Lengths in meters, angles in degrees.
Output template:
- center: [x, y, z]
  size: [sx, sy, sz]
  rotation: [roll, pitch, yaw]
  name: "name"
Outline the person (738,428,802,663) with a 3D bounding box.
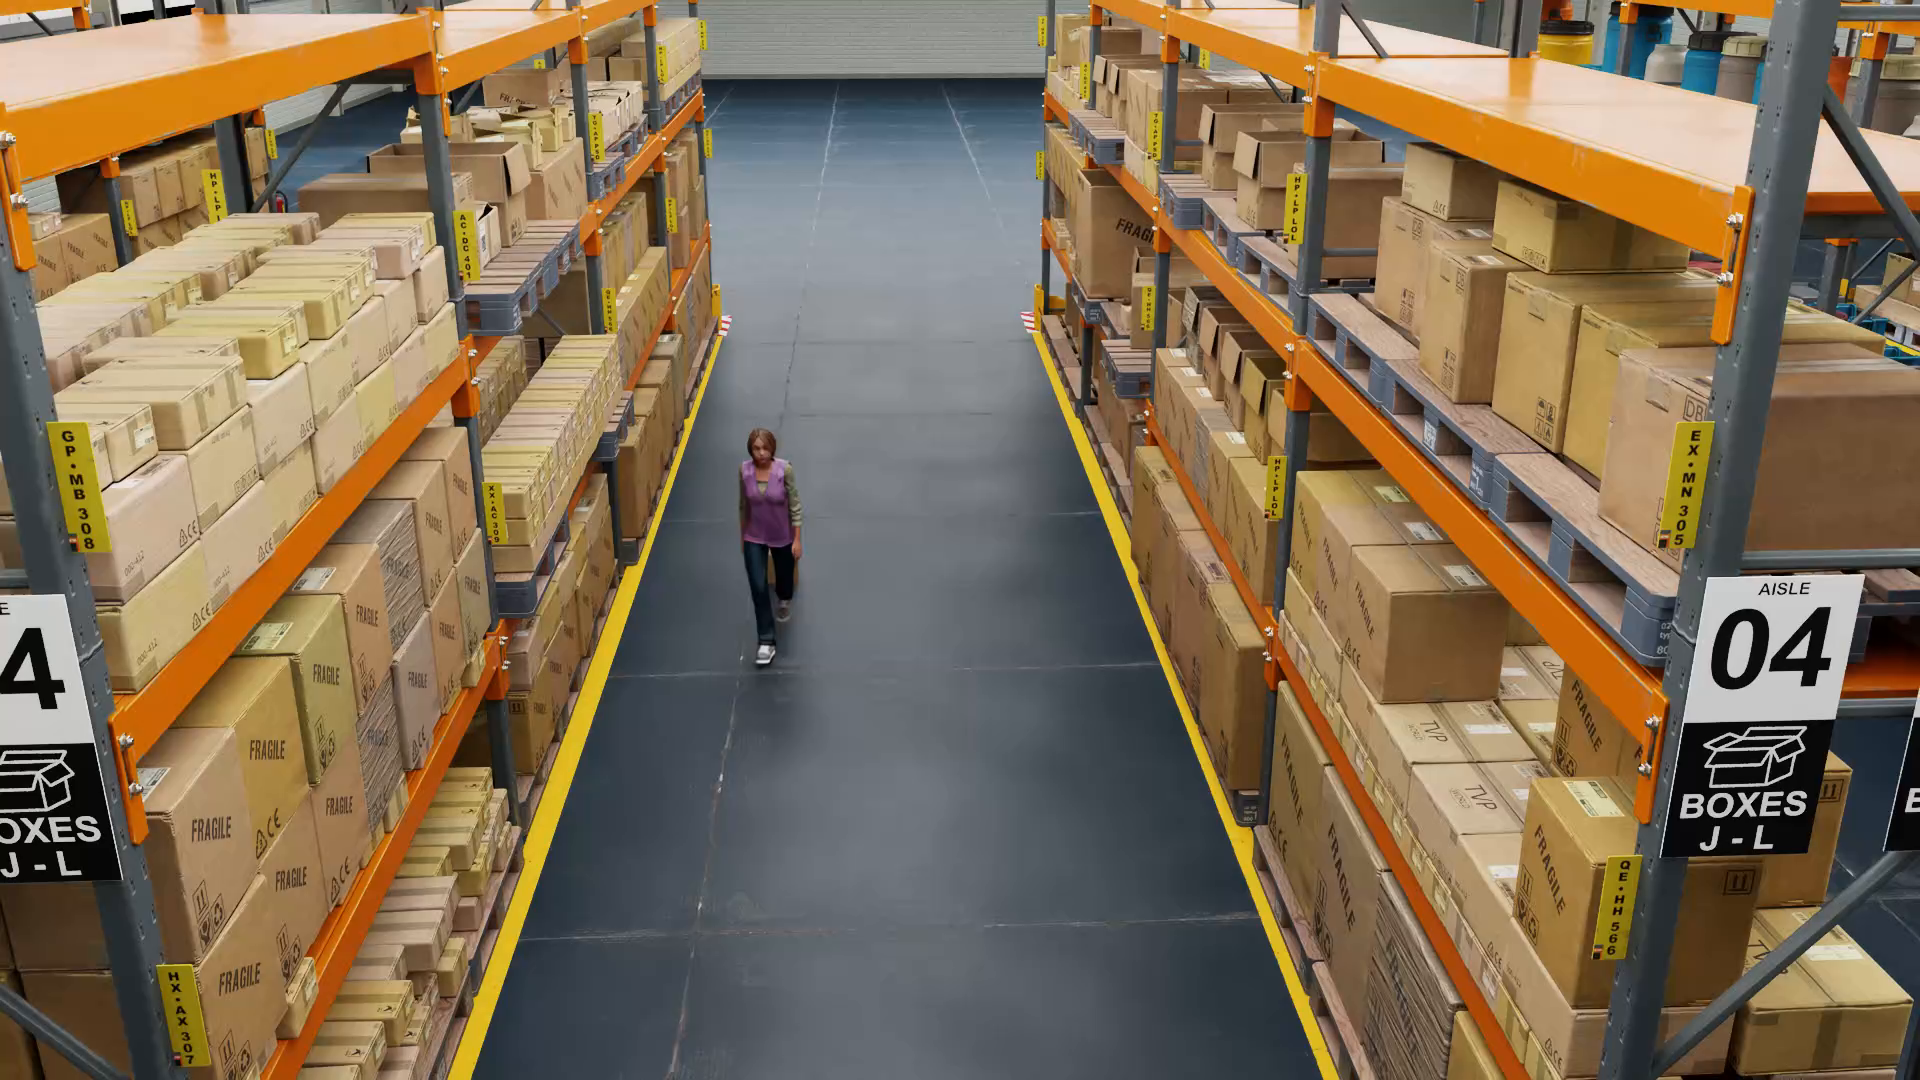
- center: [-1.259, -0.032, 11.151]
  size: [0.428, 1.559, 0.834]
  rotation: [0, 21, -1]
  name: "person"
